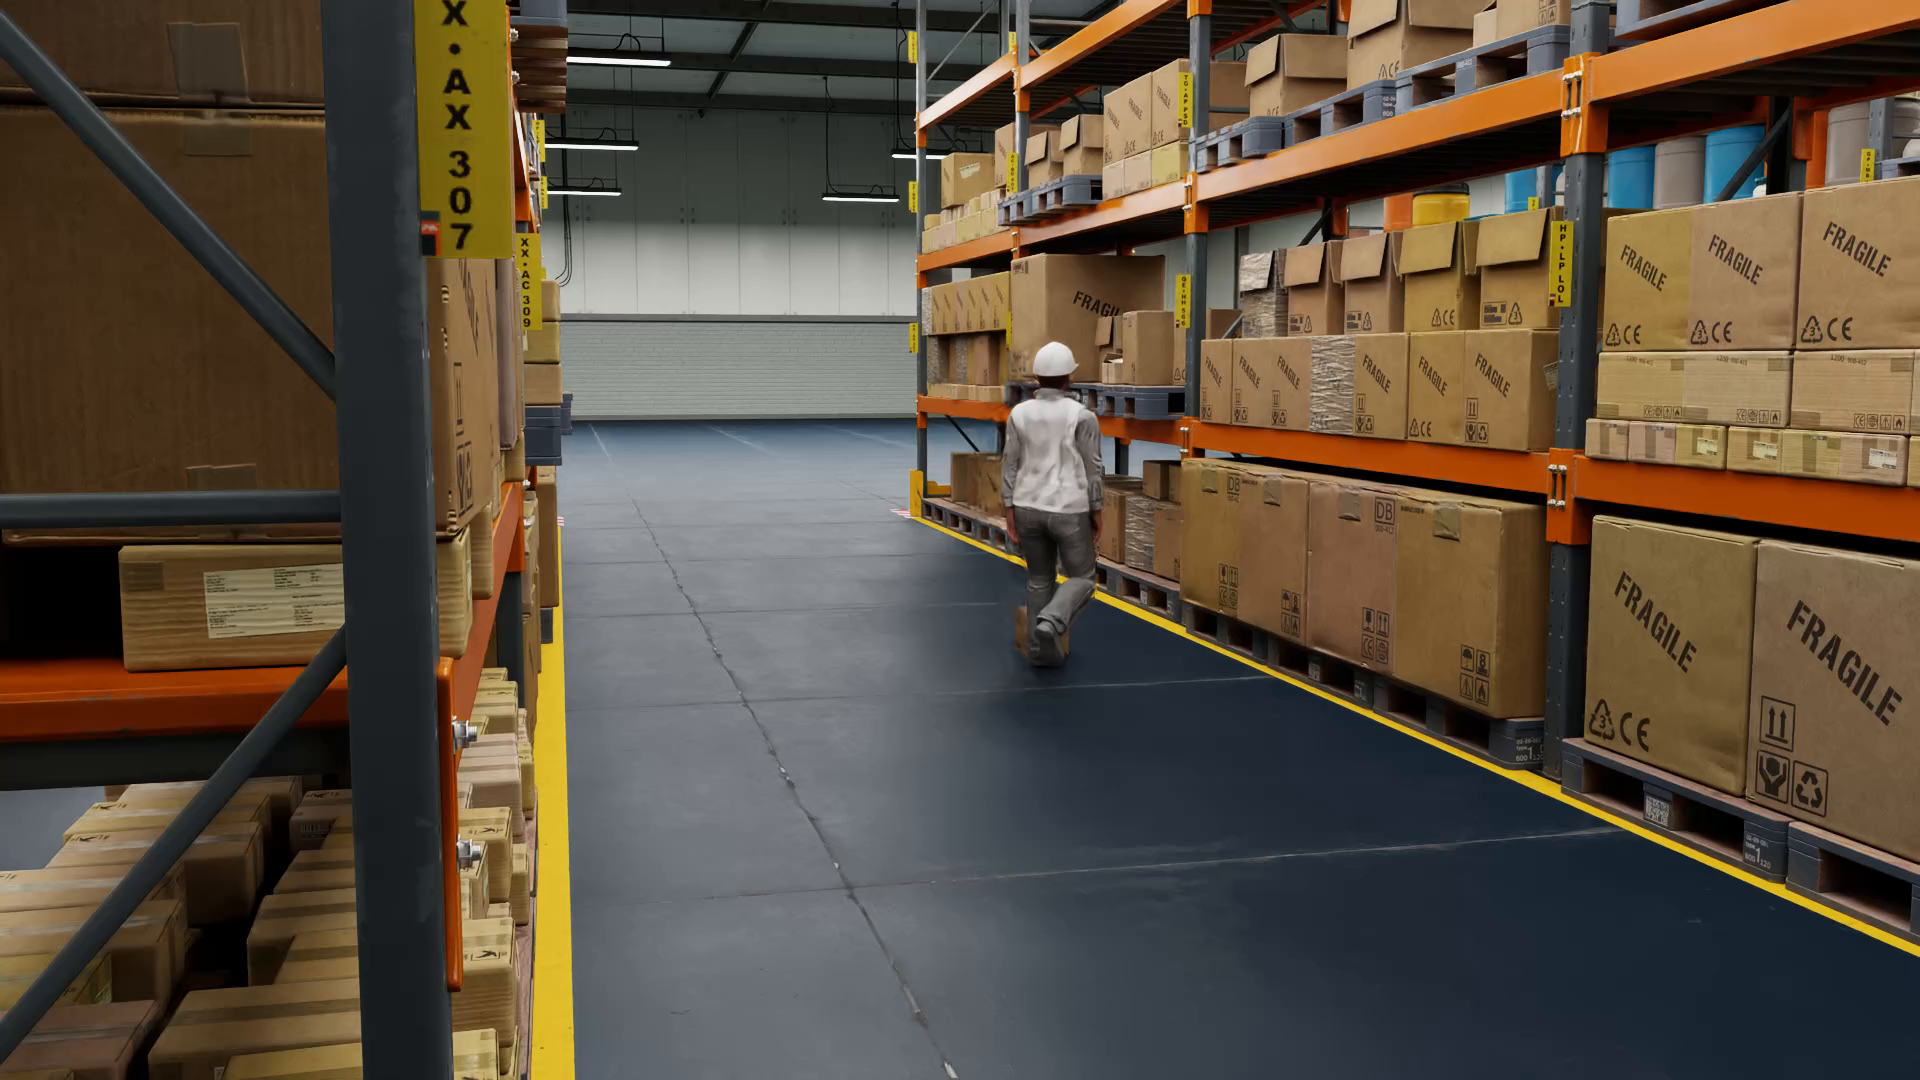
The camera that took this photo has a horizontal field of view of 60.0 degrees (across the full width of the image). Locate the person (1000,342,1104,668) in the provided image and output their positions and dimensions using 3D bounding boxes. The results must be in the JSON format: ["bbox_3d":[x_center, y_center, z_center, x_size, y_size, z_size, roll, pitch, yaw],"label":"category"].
[{"bbox_3d":[0.500,-0.171,8.836,0.552,1.746,0.687,3,7,27],"label":"person"}]
